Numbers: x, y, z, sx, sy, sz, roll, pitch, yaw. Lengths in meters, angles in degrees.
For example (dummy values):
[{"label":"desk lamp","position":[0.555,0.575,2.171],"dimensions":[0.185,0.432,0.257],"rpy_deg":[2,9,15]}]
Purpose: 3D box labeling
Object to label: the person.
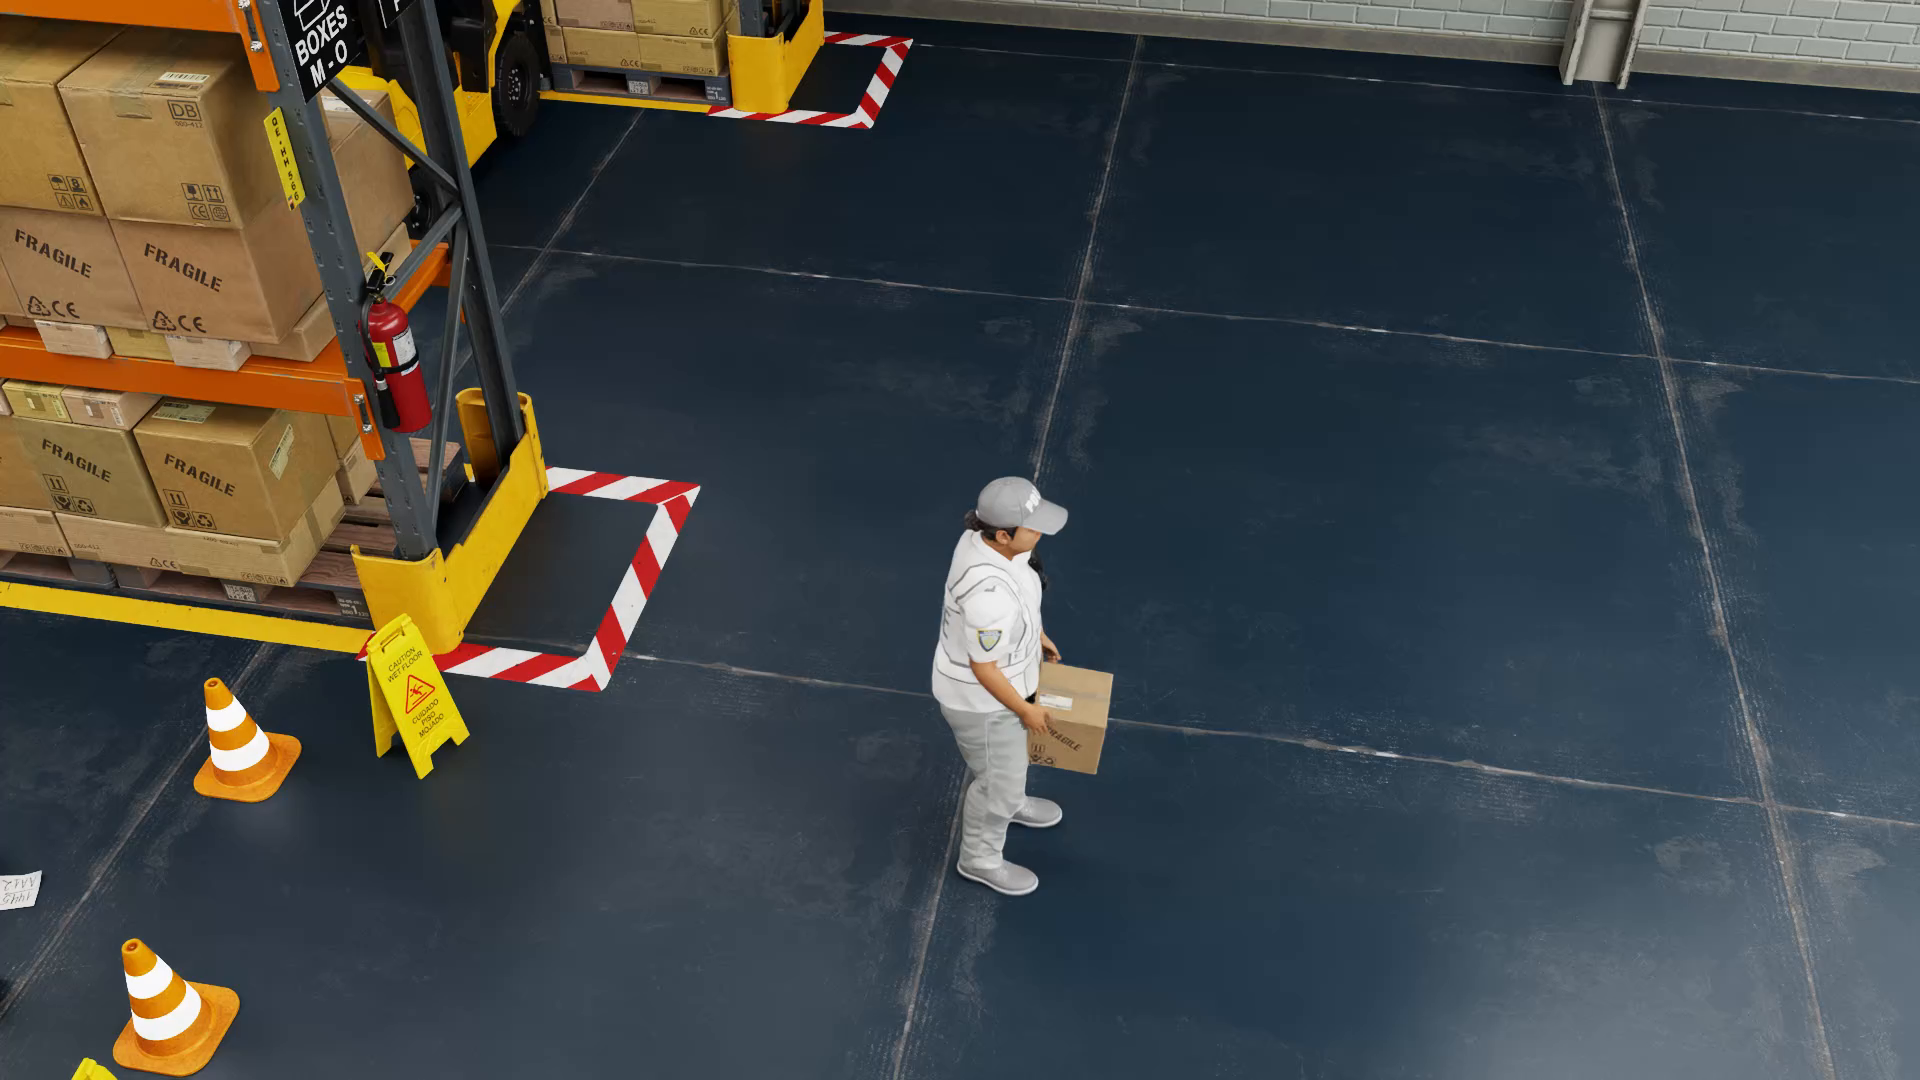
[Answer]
[{"label":"person","position":[0.139,0.469,5.605],"dimensions":[0.451,1.672,0.516],"rpy_deg":[6,41,7]}]
